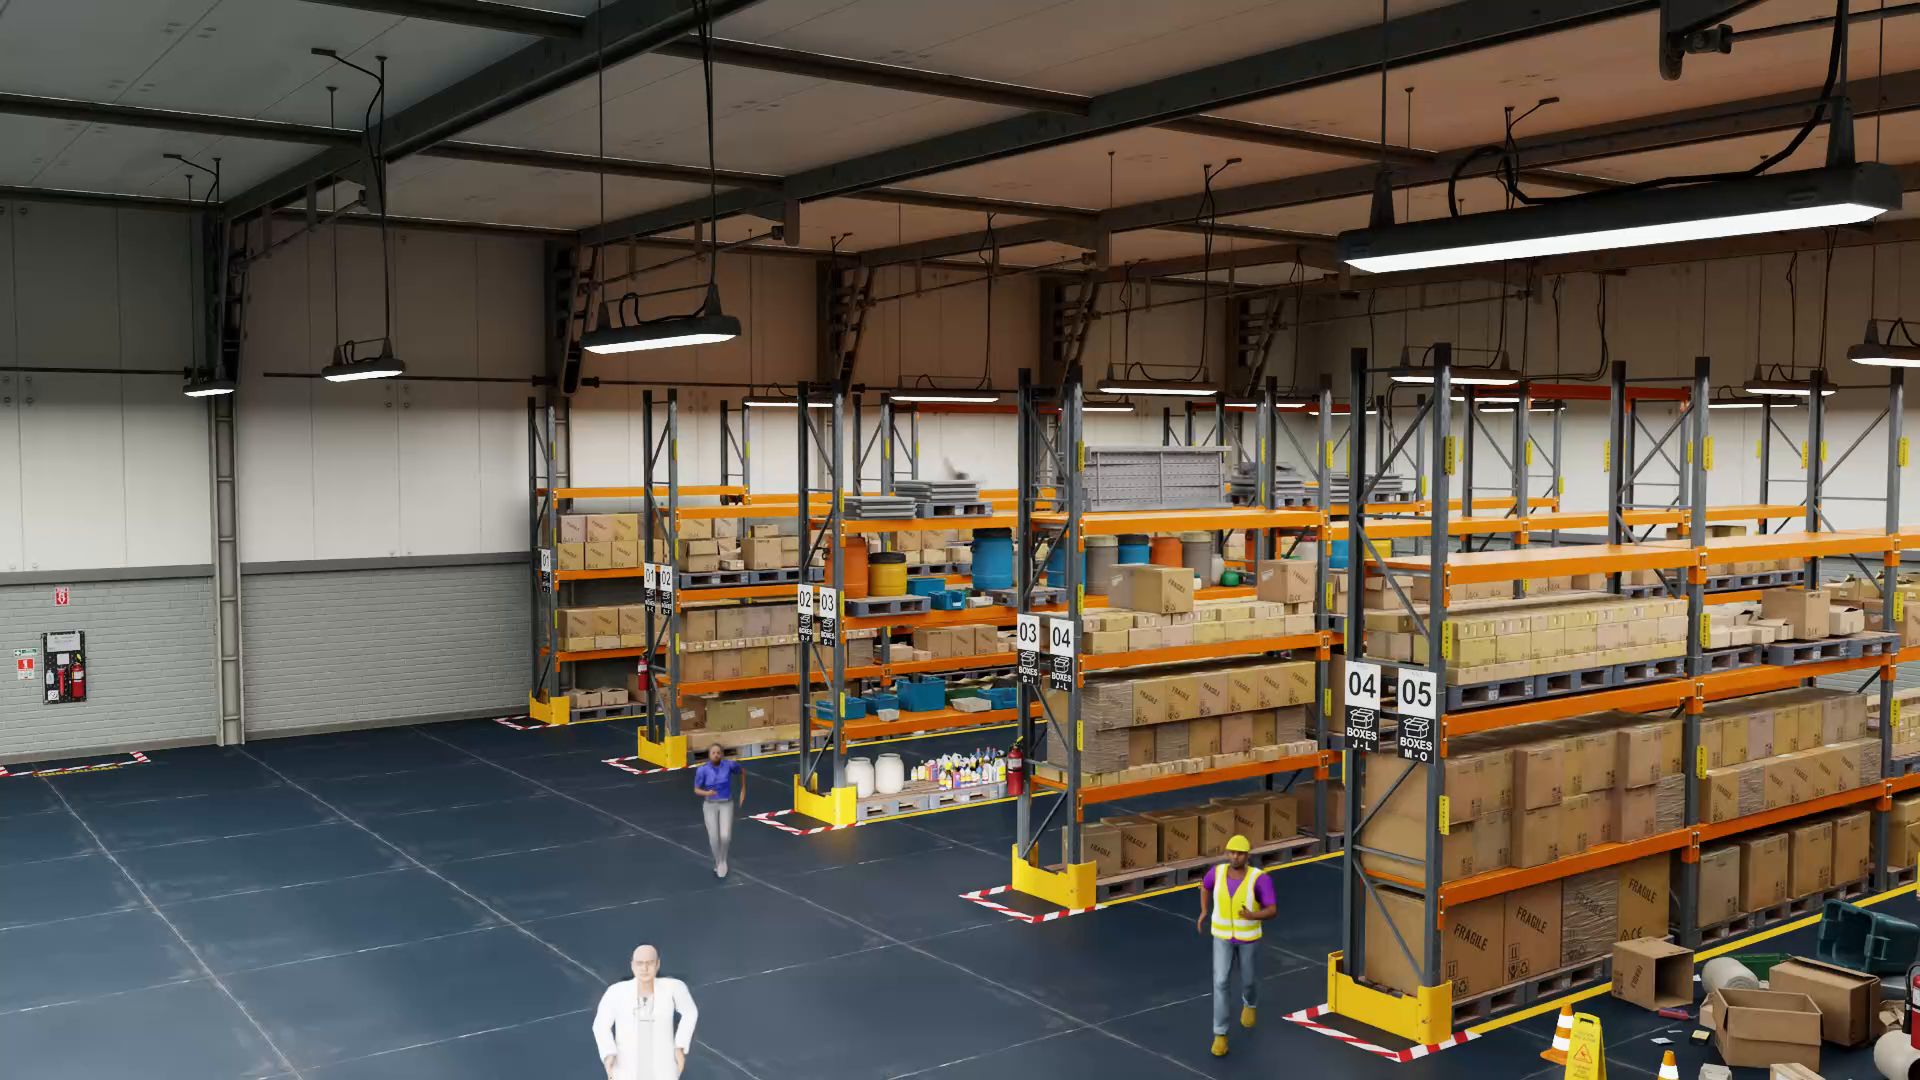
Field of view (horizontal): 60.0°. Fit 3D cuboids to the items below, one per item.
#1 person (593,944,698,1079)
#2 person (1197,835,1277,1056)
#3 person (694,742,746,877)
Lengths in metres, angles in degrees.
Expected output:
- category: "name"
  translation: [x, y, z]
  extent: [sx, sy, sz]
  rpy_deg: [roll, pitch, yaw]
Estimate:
- category: "person"
  translation: [-2.143, 3.670, 11.366]
  extent: [0.711, 1.667, 0.877]
  rpy_deg: [-1, 3, -10]
- category: "person"
  translation: [2.368, 3.405, 14.255]
  extent: [0.702, 1.761, 0.968]
  rpy_deg: [1, 4, 19]
- category: "person"
  translation: [-2.830, 3.181, 19.625]
  extent: [0.607, 1.593, 0.773]
  rpy_deg: [-1, 3, -9]
